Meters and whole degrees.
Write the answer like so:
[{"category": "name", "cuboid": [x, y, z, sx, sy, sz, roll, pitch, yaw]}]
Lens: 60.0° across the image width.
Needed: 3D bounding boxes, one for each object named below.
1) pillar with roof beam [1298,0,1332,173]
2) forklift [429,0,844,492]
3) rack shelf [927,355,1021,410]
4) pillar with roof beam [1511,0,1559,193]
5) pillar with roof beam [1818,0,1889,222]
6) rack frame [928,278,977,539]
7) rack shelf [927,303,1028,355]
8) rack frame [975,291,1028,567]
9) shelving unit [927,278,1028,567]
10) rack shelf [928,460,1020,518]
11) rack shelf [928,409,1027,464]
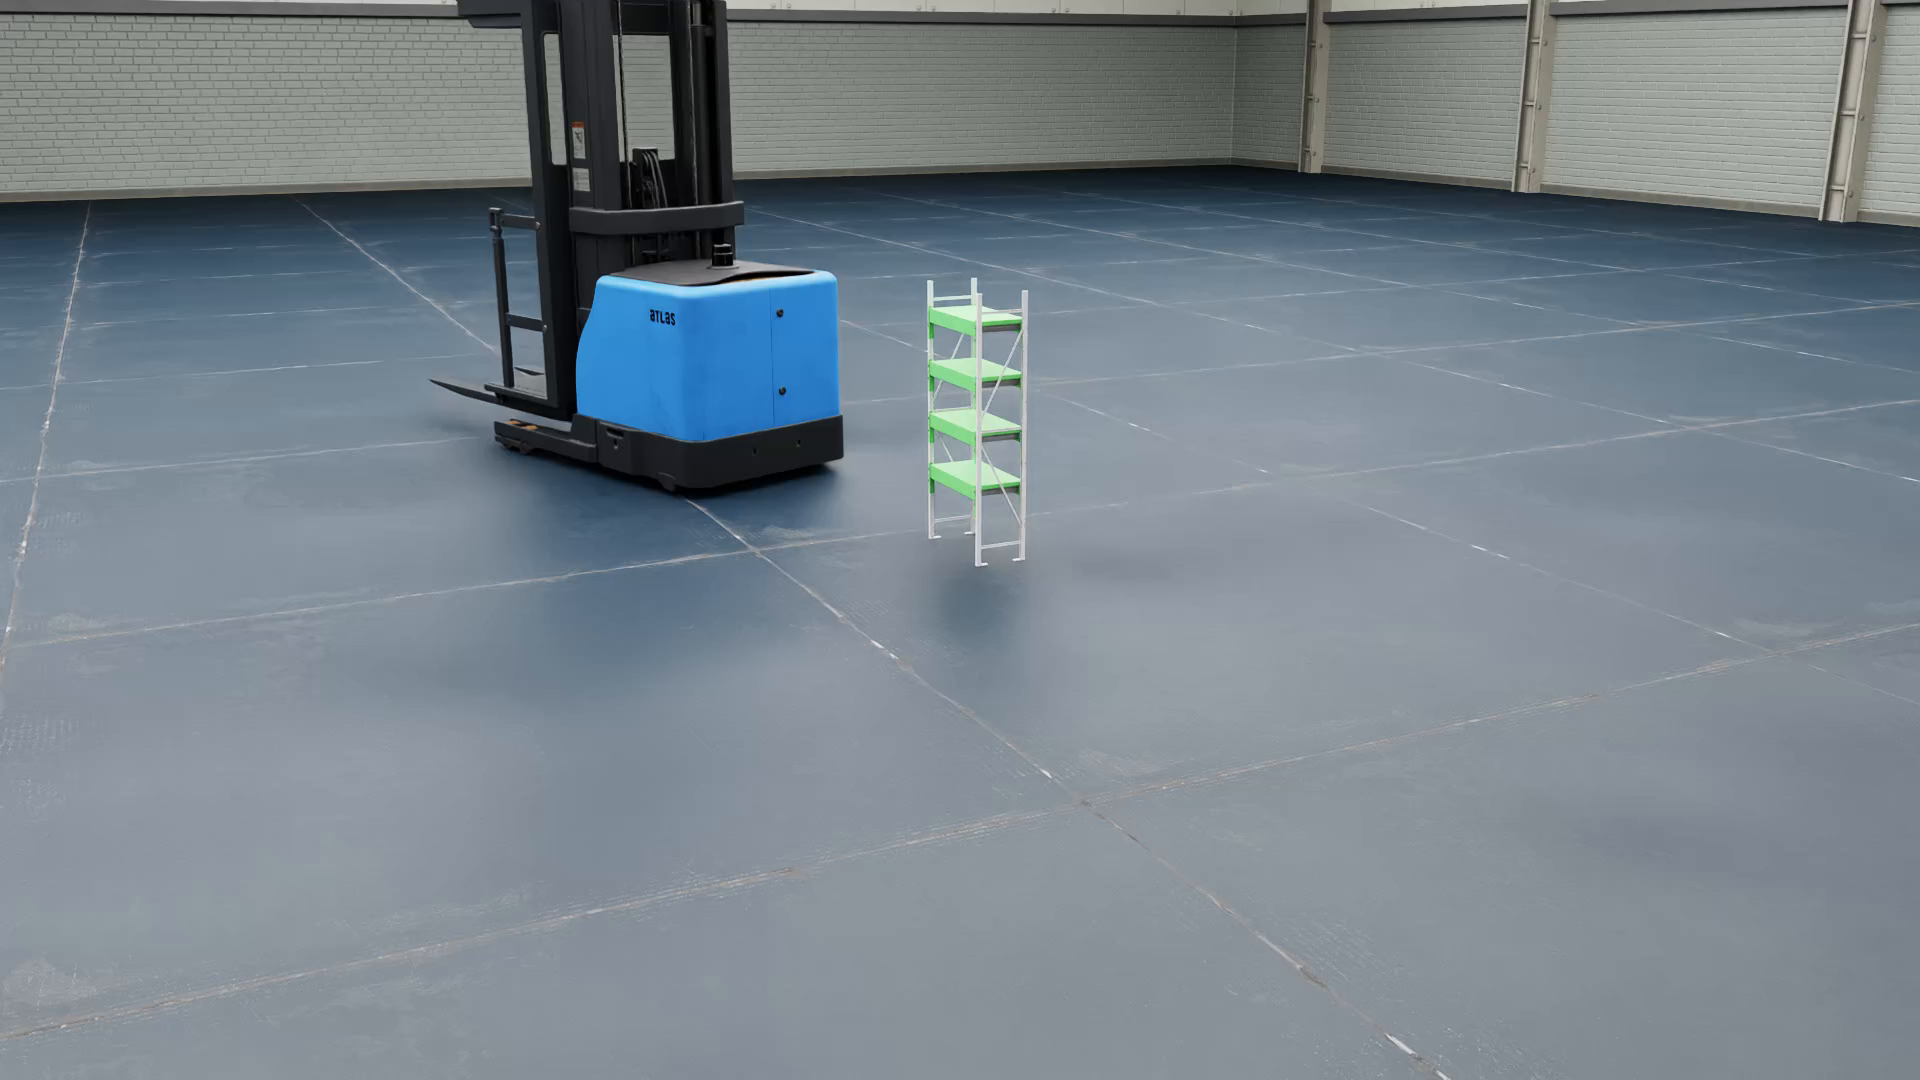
[{"category": "pillar with roof beam", "cuboid": [3.244, -11.281, 30.749, 9.100, 9.000, 0.400, -8, 18, -25]}, {"category": "forklift", "cuboid": [-2.037, -1.983, 9.349, 3.031, 2.935, 1.130, 15, 22, 42]}, {"category": "rack shelf", "cuboid": [0.073, -0.705, 7.394, 0.258, 0.148, 0.480, -8, 18, -25]}, {"category": "pillar with roof beam", "cuboid": [5.872, -9.794, 25.565, 9.100, 9.000, 0.400, -8, 18, -25]}, {"category": "pillar with roof beam", "cuboid": [8.501, -8.306, 20.380, 9.100, 9.000, 0.400, -8, 18, -25]}, {"category": "rack frame", "cuboid": [-0.034, -0.596, 7.653, 0.240, 1.200, 0.015, -8, 18, -25]}, {"category": "rack shelf", "cuboid": [0.073, -0.936, 7.327, 0.258, 0.148, 0.480, -8, 18, -25]}, {"category": "rack frame", "cuboid": [0.179, -0.475, 7.231, 0.240, 1.200, 0.015, -8, 18, -25]}, {"category": "shelving unit", "cuboid": [0.073, -0.536, 7.442, 0.258, 1.200, 0.503, -8, 18, -25]}, {"category": "rack shelf", "cuboid": [0.073, -0.244, 7.526, 0.258, 0.148, 0.480, -8, 18, -25]}, {"category": "rack shelf", "cuboid": [0.073, -0.474, 7.460, 0.258, 0.148, 0.480, -8, 18, -25]}]
